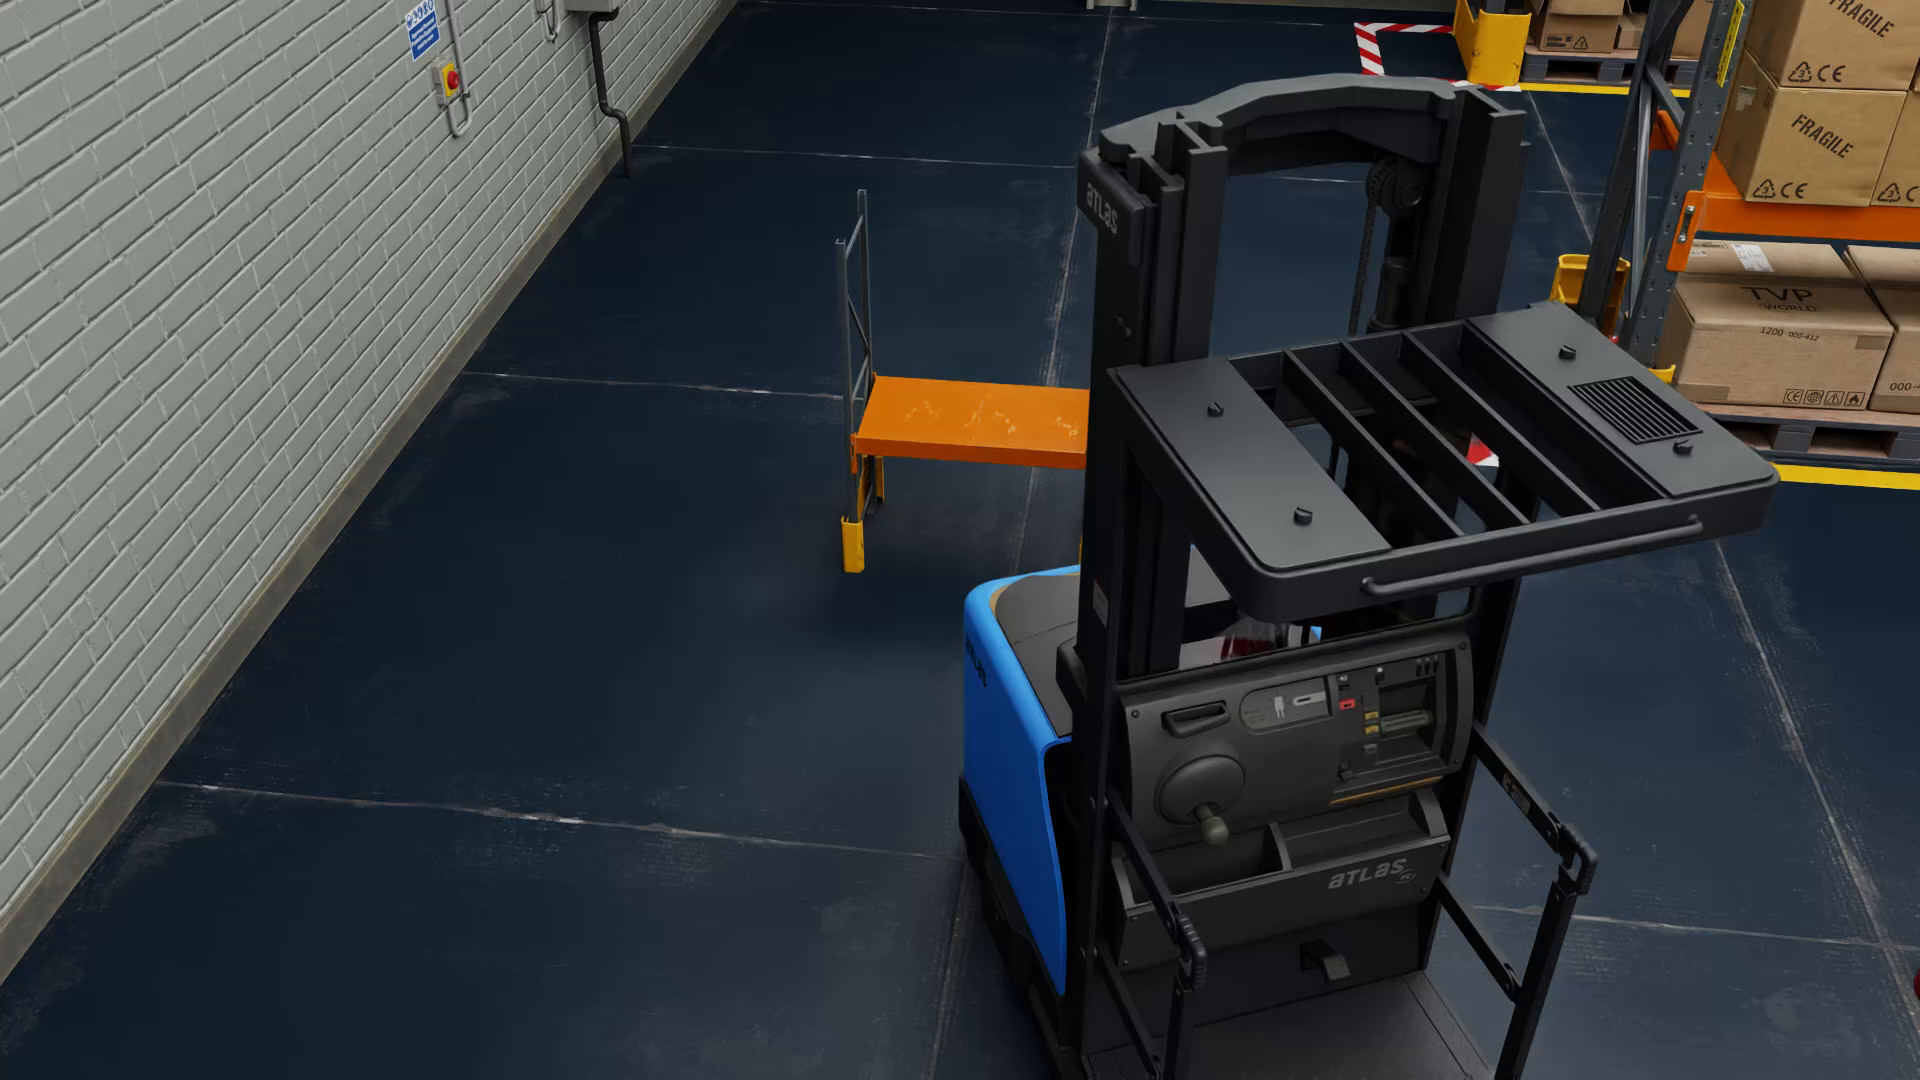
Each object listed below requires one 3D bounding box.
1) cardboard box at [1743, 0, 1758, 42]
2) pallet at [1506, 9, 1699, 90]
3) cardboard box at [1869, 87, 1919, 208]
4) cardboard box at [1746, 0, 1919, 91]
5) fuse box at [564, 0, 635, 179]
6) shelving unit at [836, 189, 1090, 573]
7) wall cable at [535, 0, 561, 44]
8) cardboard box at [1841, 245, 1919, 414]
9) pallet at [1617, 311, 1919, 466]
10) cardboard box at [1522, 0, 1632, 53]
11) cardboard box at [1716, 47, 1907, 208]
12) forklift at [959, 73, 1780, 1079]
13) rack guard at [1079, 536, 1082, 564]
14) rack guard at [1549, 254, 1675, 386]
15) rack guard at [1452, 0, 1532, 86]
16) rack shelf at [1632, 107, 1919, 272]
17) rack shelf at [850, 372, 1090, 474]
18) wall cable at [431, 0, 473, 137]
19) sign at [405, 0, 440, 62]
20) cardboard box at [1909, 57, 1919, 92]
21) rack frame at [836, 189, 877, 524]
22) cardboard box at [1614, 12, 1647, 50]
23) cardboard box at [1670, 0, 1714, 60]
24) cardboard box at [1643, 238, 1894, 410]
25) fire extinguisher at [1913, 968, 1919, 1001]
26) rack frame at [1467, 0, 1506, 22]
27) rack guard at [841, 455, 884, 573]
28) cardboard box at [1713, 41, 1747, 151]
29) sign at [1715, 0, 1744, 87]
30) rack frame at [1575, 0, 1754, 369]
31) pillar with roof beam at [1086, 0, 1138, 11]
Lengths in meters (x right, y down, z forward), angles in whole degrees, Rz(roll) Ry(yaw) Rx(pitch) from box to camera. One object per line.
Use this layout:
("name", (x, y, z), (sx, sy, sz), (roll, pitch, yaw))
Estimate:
("cardboard box", (3.651, -2.462, 7.171), (0.500, 0.500, 0.500), (5, 36, 8))
("pallet", (4.637, -3.574, 12.076), (1.213, 0.211, 1.003), (4, 36, 6))
("cardboard box", (4.087, -1.731, 7.008), (0.500, 0.500, 0.500), (4, 36, 5))
("cardboard box", (3.582, -2.161, 6.749), (0.500, 0.500, 0.500), (4, 36, 5))
("fuse box", (-2.041, -2.992, 9.969), (0.414, 1.711, 0.539), (4, 36, 6))
("shelving unit", (0.076, -0.605, 6.806), (1.083, 1.500, 0.587), (4, 36, 6))
("wall cable", (-2.284, -3.548, 8.765), (0.122, 1.984, 0.588), (4, 36, 6))
("cardboard box", (4.719, -0.987, 7.895), (0.875, 0.438, 0.875), (5, 36, 7))
("pallet", (3.946, -0.764, 8.138), (1.213, 0.211, 1.003), (4, 36, 6))
("cardboard box", (4.366, -3.828, 11.819), (0.637, 0.503, 0.797), (3, 36, 4))
("cardboard box", (3.582, -1.753, 7.037), (0.500, 0.500, 0.500), (4, 36, 6))
("forklift", (0.910, 0.557, 3.946), (1.130, 2.935, 3.031), (-10, 37, -14))
("rack guard", (0.570, -0.059, 7.118), (0.087, 0.250, 0.587), (4, 36, 6))
("rack guard", (3.119, -0.897, 8.077), (0.348, 0.500, 1.175), (4, 36, 6))
("rack guard", (3.847, -3.750, 12.074), (0.348, 0.500, 1.175), (4, 36, 6))
("rack shelf", (5.126, -1.472, 7.350), (4.000, 0.370, 1.077), (4, 36, 6))
("rack shelf", (0.085, -0.458, 6.910), (1.000, 0.185, 0.538), (4, 36, 6))
("wall cable", (-2.453, -2.743, 7.610), (0.123, 1.953, 0.585), (4, 36, 6))
("sign", (-2.520, -2.403, 7.803), (0.001, 0.218, 0.327), (4, 36, 6))
("cardboard box", (4.096, -2.127, 6.701), (0.500, 0.500, 0.500), (3, 36, 5))
("rack frame", (-0.420, -0.642, 6.858), (0.032, 1.500, 0.500), (4, 36, 6))
("cardboard box", (4.782, -3.630, 11.847), (0.250, 0.149, 0.380), (3, 36, 4))
("cardboard box", (5.209, -3.741, 11.700), (0.500, 0.500, 0.700), (6, 36, 8))
("cardboard box", (3.810, -1.050, 7.983), (0.875, 0.438, 0.875), (3, 36, 4))
("fire extinguisher", (2.421, 0.846, 3.871), (0.183, 0.674, 0.296), (4, 36, 6))
("rack frame", (3.771, -4.773, 11.356), (0.127, 3.000, 1.000), (4, 36, 6))
("rack guard", (-0.418, -0.133, 7.221), (0.087, 0.250, 0.587), (4, 36, 6))
("cardboard box", (3.655, -2.070, 7.483), (0.500, 0.500, 0.500), (4, 36, 6))
("sign", (3.066, -1.978, 6.626), (0.005, 0.325, 0.100), (4, 36, 6))
("rack frame", (3.143, -1.913, 7.348), (0.127, 3.000, 1.000), (4, 36, 6))
("pillar with roof beam", (0.663, -5.453, 7.145), (0.400, 9.000, 9.100), (4, 36, 6))
